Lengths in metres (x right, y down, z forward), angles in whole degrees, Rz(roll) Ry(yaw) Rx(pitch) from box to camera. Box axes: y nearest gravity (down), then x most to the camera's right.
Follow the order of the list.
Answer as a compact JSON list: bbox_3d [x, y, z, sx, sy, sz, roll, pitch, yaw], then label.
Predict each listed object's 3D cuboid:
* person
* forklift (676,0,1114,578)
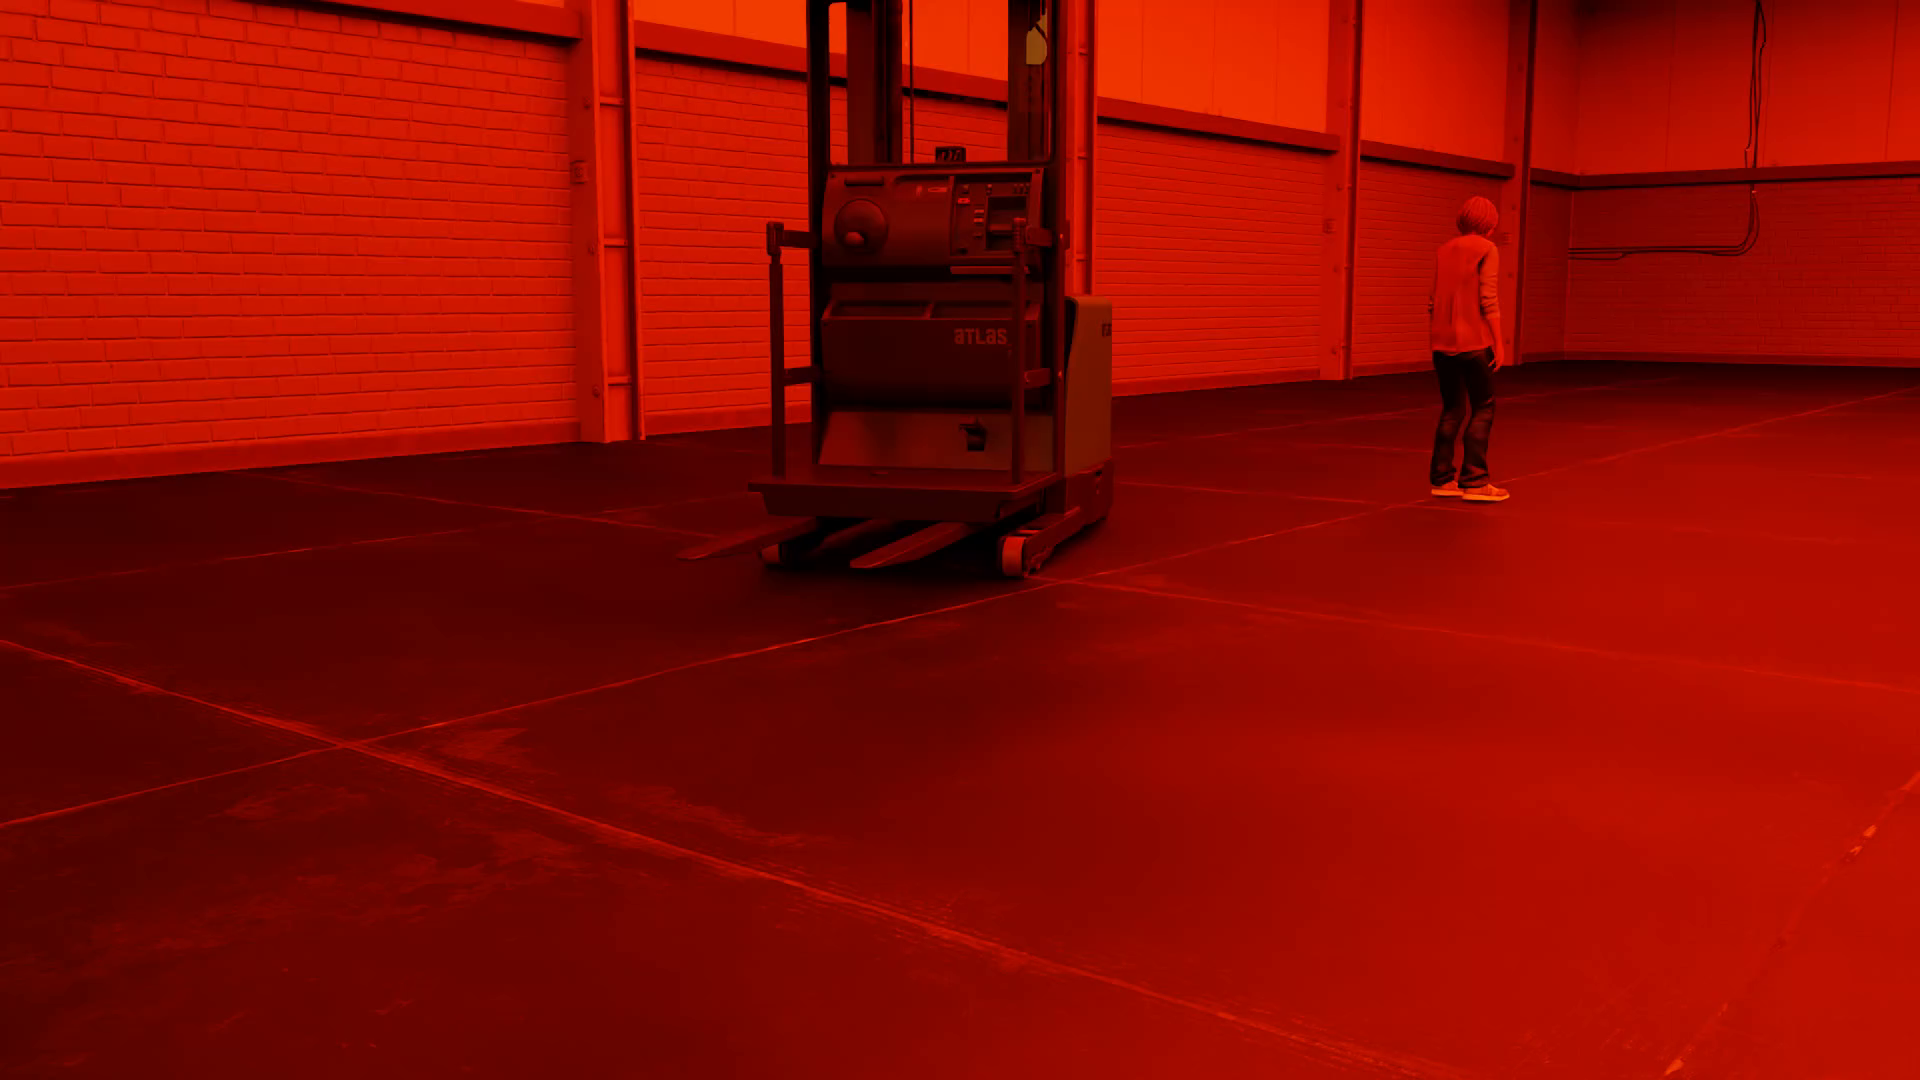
[{"bbox_3d":[2.679,-1.009,8.814,0.345,1.592,0.459,-5,10,-30],"label":"person"},{"bbox_3d":[-0.176,-1.366,6.616,1.130,2.935,3.031,3,9,17],"label":"forklift"}]
